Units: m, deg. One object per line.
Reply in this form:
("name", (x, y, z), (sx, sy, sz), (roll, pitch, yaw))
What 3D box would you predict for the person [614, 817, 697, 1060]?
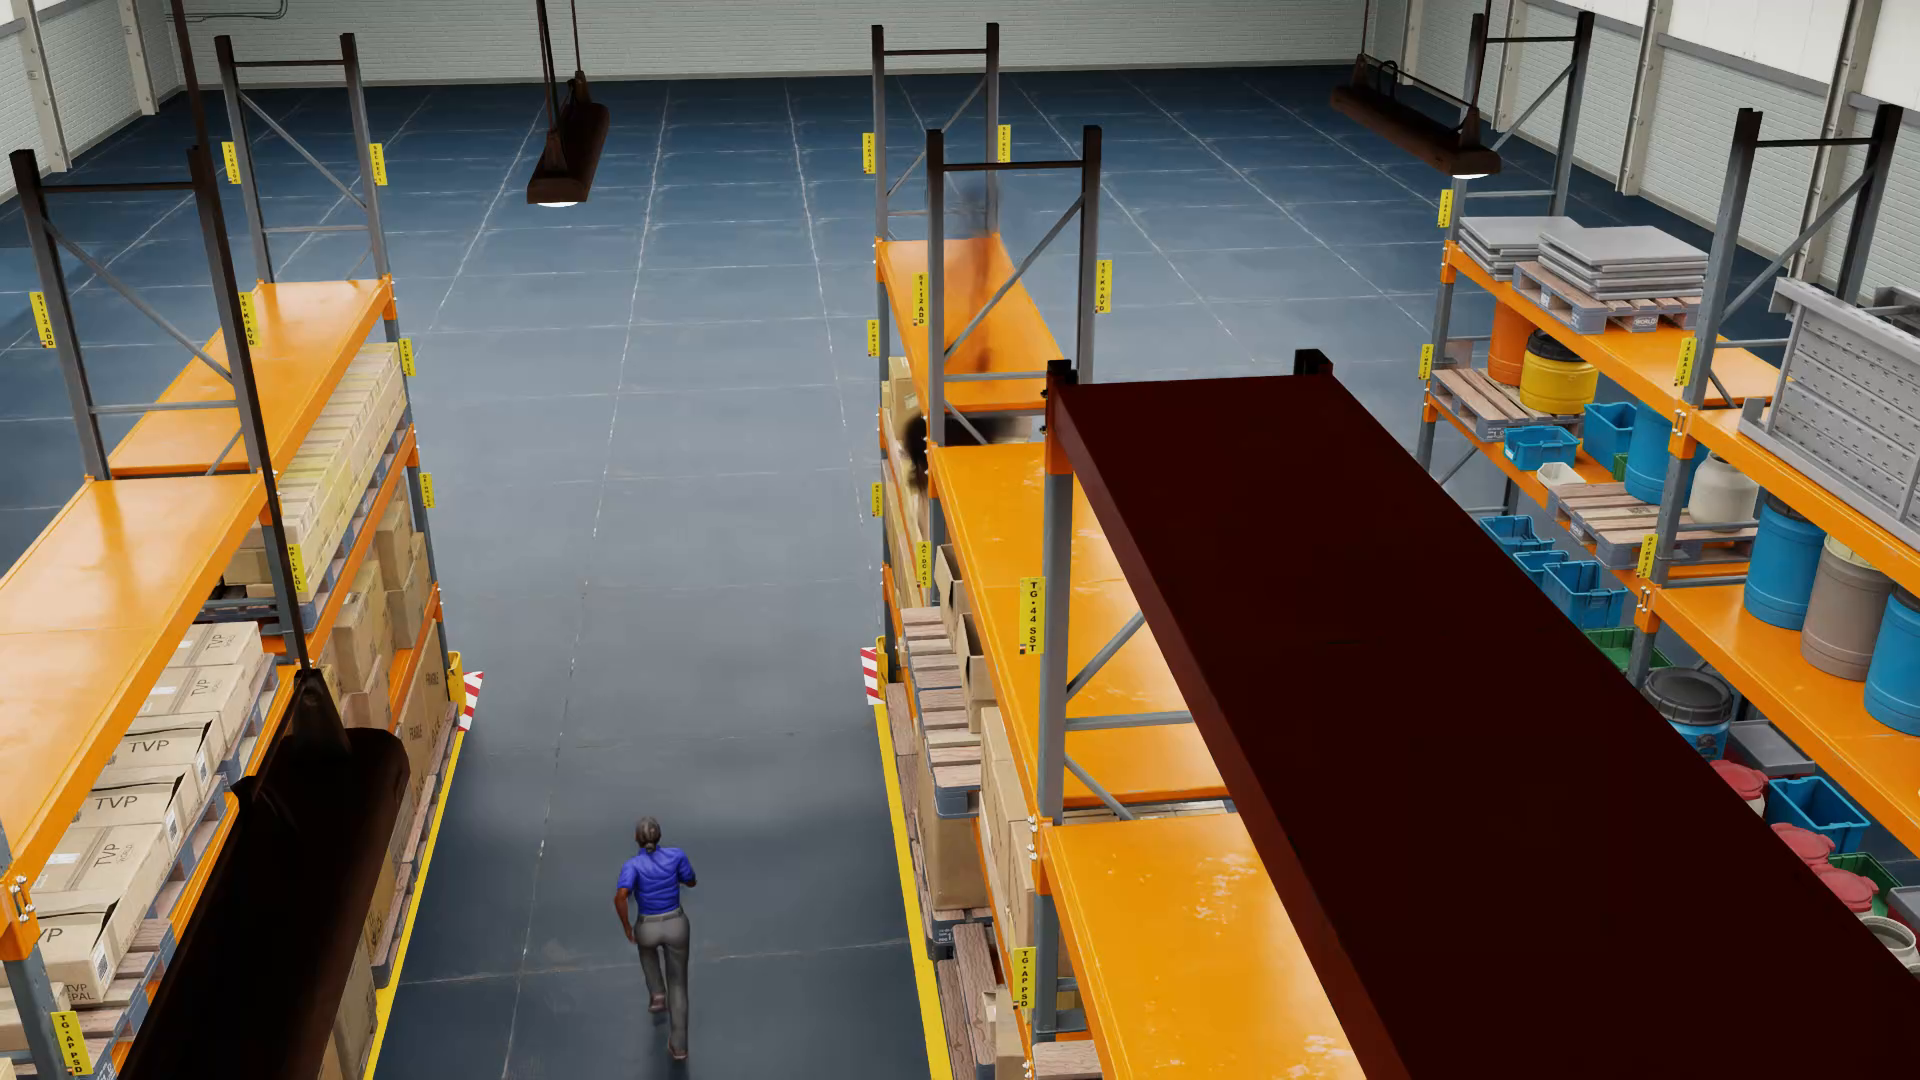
("person", (-1.995, 2.640, 11.089), (0.566, 1.624, 0.894), (-7, 26, -14))
